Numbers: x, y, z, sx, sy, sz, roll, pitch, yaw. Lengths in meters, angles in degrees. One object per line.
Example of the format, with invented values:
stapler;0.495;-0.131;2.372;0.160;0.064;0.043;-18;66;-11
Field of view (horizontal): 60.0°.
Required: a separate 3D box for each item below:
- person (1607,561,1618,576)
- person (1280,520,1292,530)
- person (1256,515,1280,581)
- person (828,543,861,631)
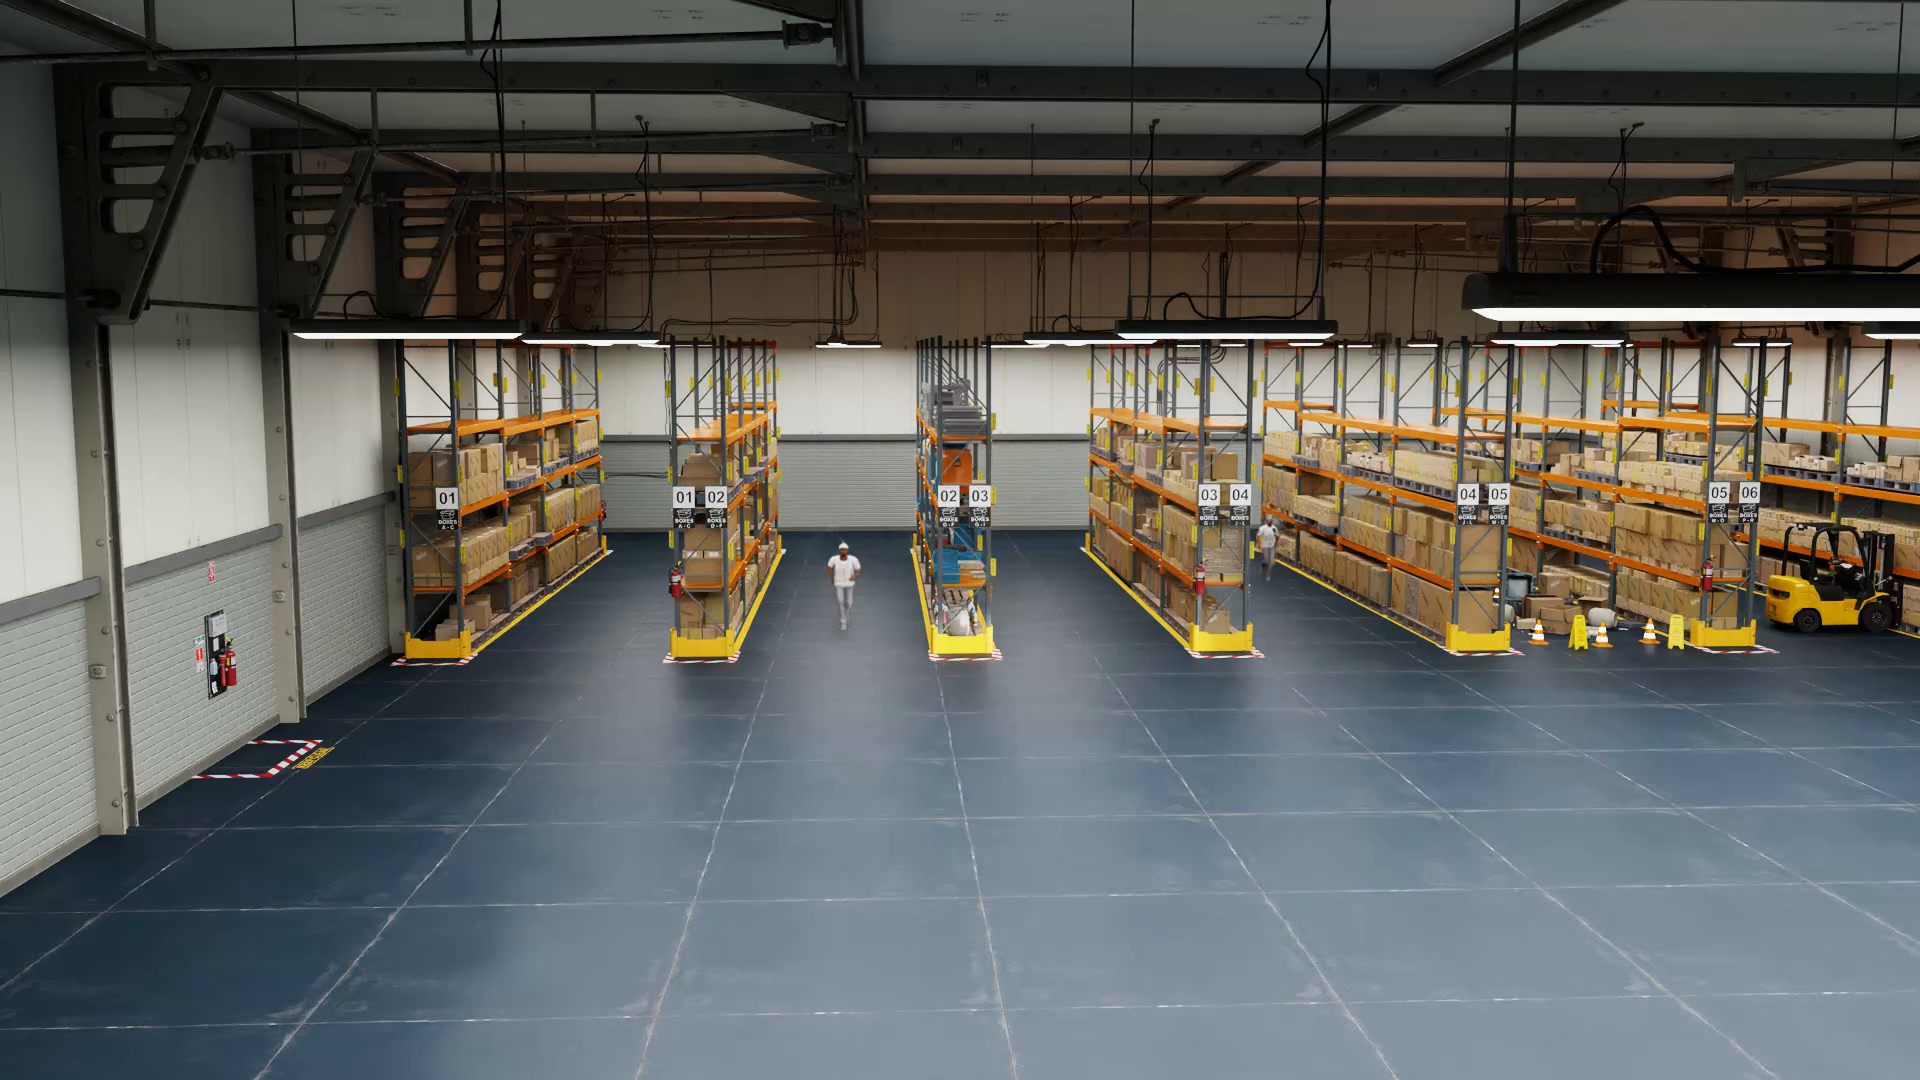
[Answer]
person;16.325;0.191;41.410;0.624;1.691;0.699;0;6;-2
person;9.745;-0.668;49.098;0.588;1.690;0.792;4;7;29
person;7.731;0.187;41.668;0.586;1.669;0.556;0;7;-3
person;-2.383;0.939;34.582;0.667;1.769;1.128;-1;7;-11
